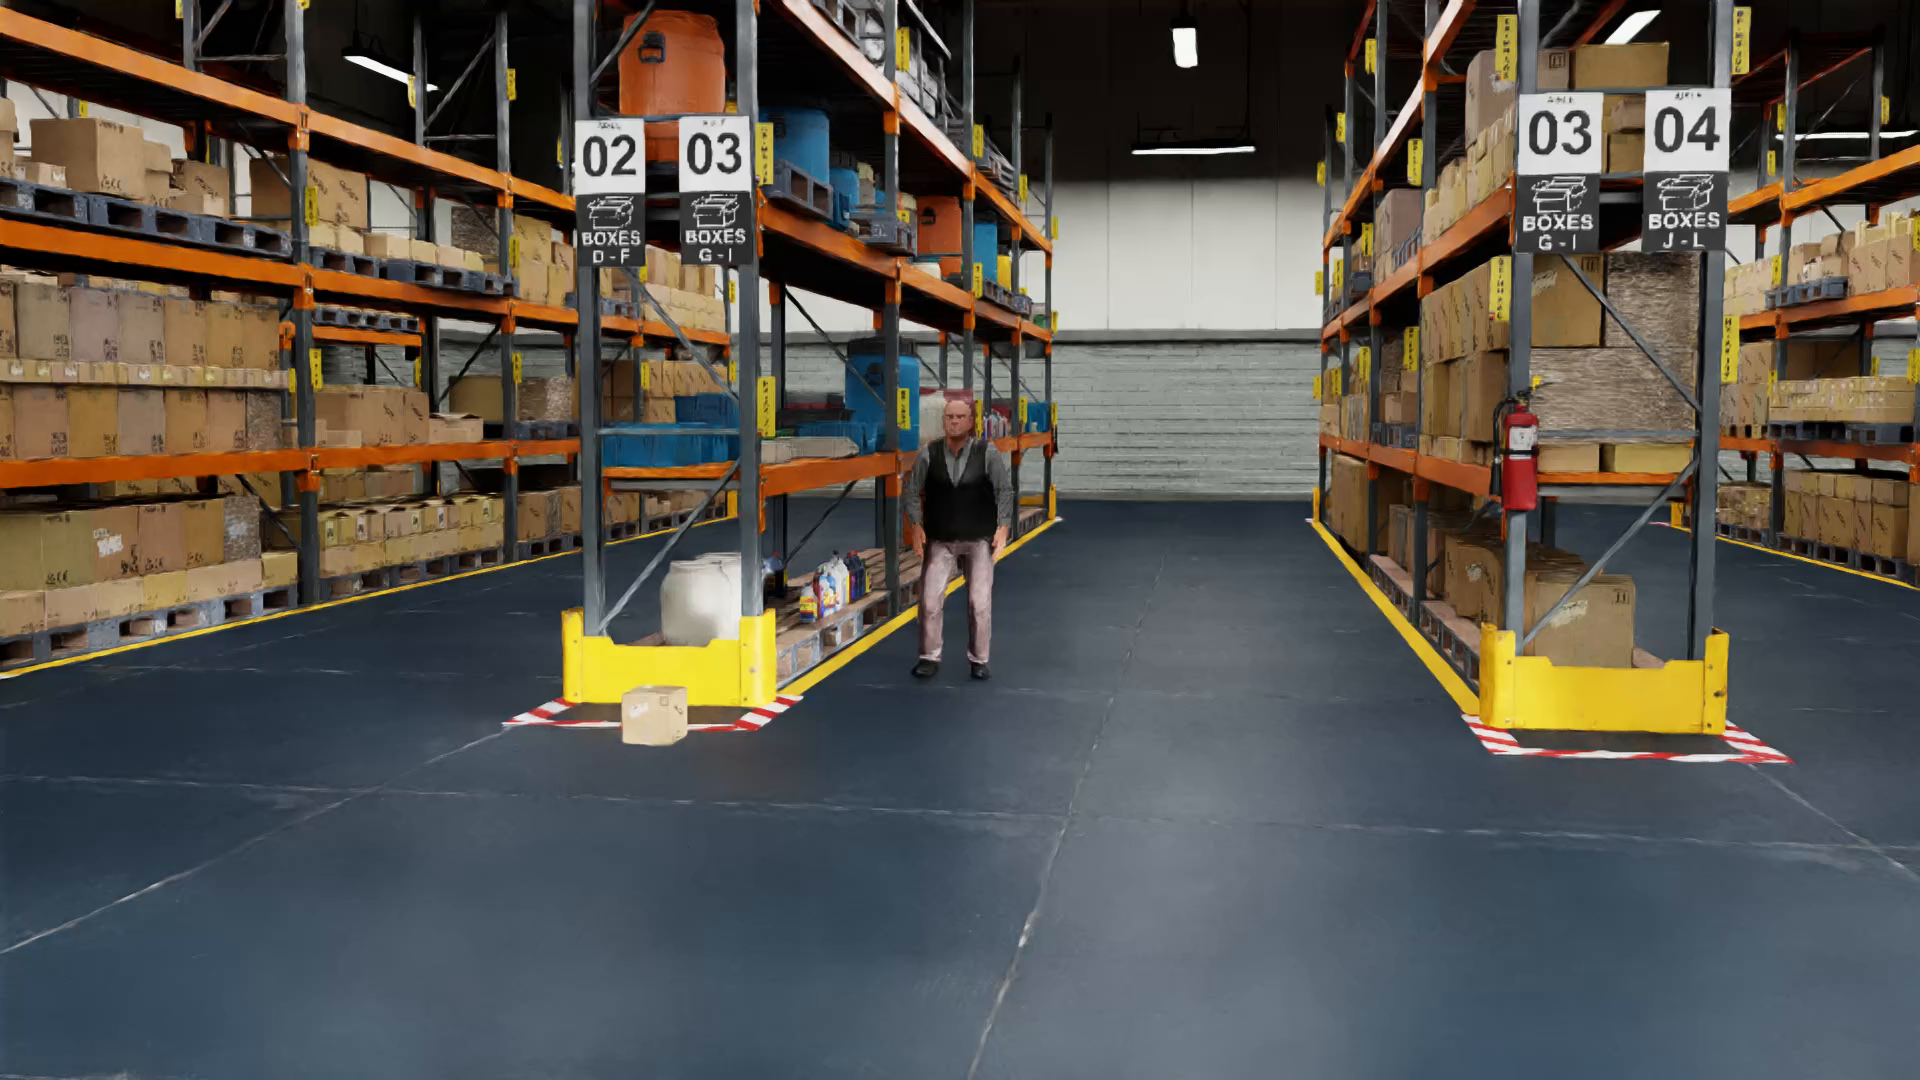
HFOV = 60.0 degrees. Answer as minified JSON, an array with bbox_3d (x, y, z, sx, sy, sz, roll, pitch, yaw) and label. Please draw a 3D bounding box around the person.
[{"bbox_3d":[-0.009,0.001,10.007,0.673,1.682,0.509,0,4,6],"label":"person"}]
